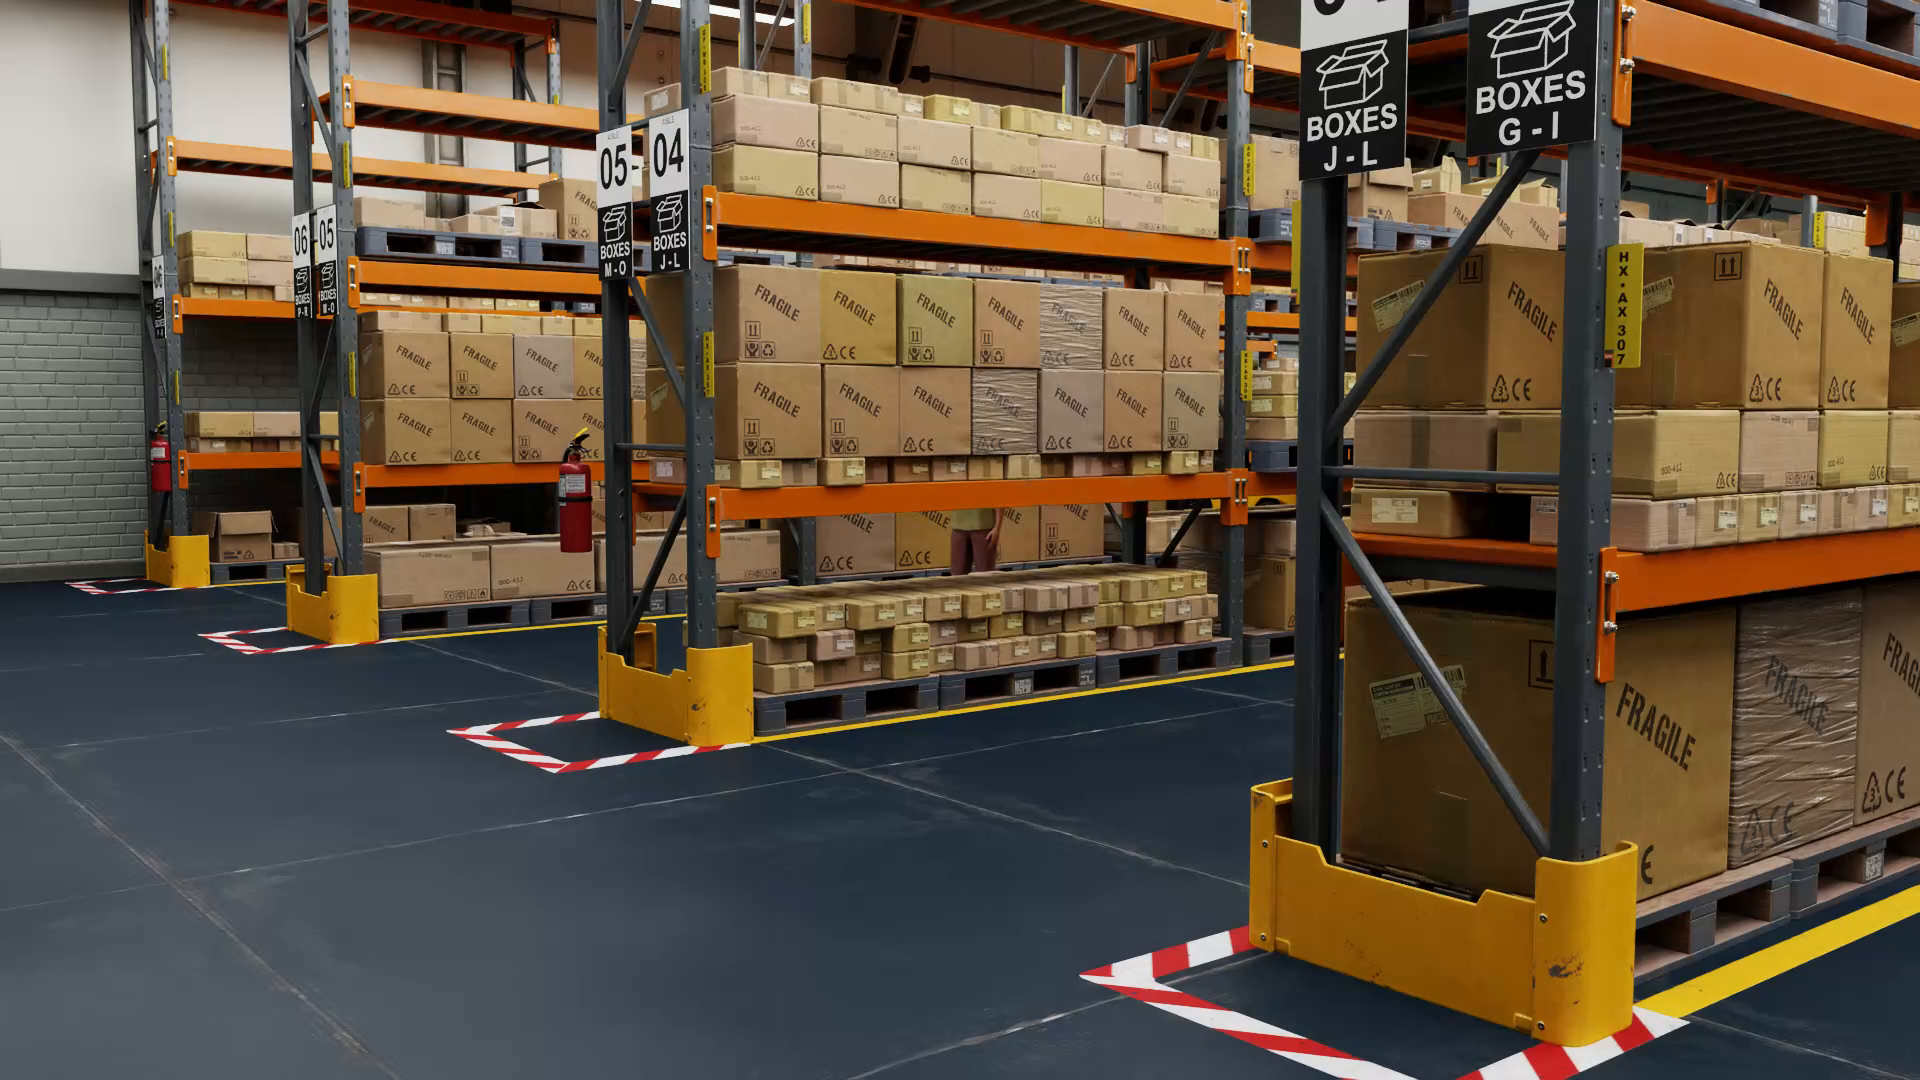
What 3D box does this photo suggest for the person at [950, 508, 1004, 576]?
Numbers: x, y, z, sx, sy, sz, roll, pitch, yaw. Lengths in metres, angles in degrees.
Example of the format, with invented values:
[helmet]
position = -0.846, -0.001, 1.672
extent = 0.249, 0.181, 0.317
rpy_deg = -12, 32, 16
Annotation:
[person]
position = 0.128, -0.067, 12.135
extent = 0.443, 1.673, 0.360
rpy_deg = 3, 5, 33
